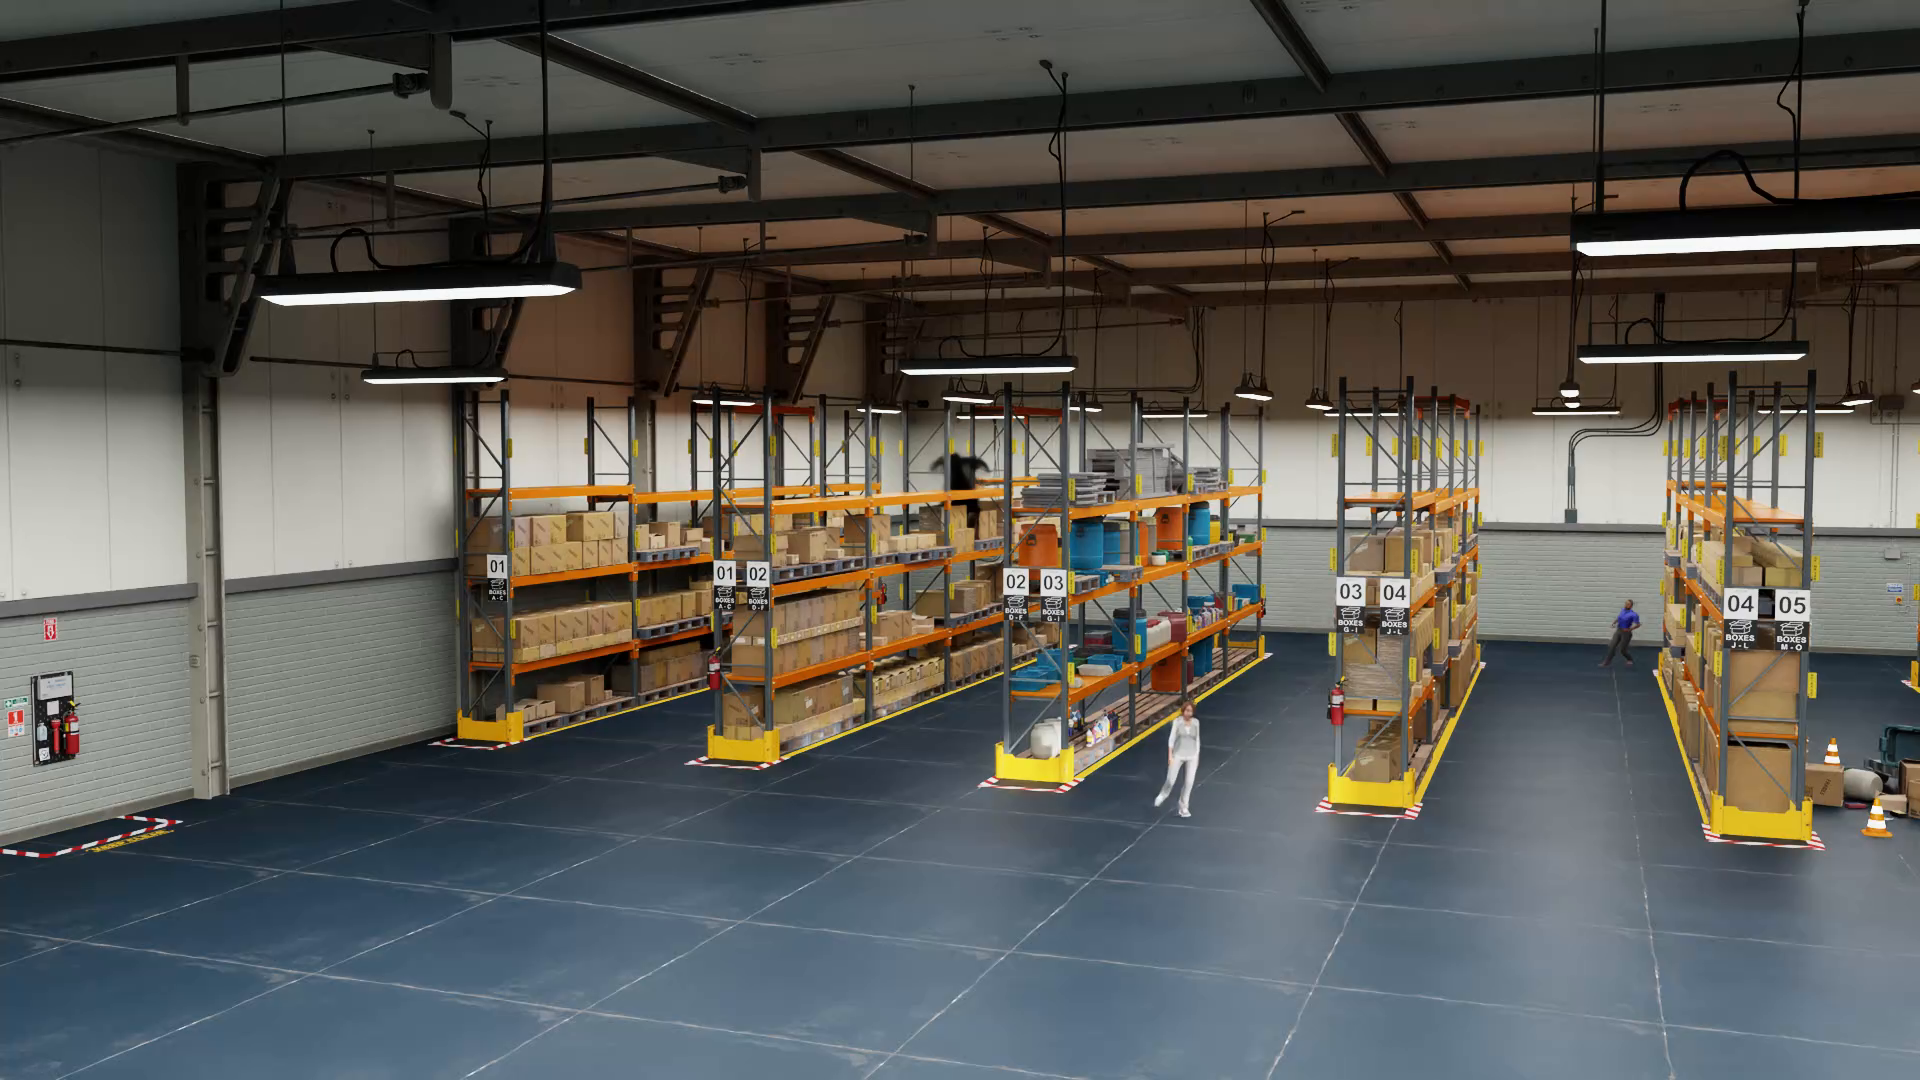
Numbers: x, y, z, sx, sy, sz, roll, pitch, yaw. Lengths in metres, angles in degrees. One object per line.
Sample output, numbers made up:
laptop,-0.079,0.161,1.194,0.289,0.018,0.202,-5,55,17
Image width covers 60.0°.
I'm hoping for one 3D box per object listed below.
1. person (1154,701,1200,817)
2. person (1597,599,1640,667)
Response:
person,2.964,2.957,22.645,0.574,1.574,0.528,0,3,-4
person,15.043,2.118,37.708,0.811,1.580,0.794,-1,3,-24
